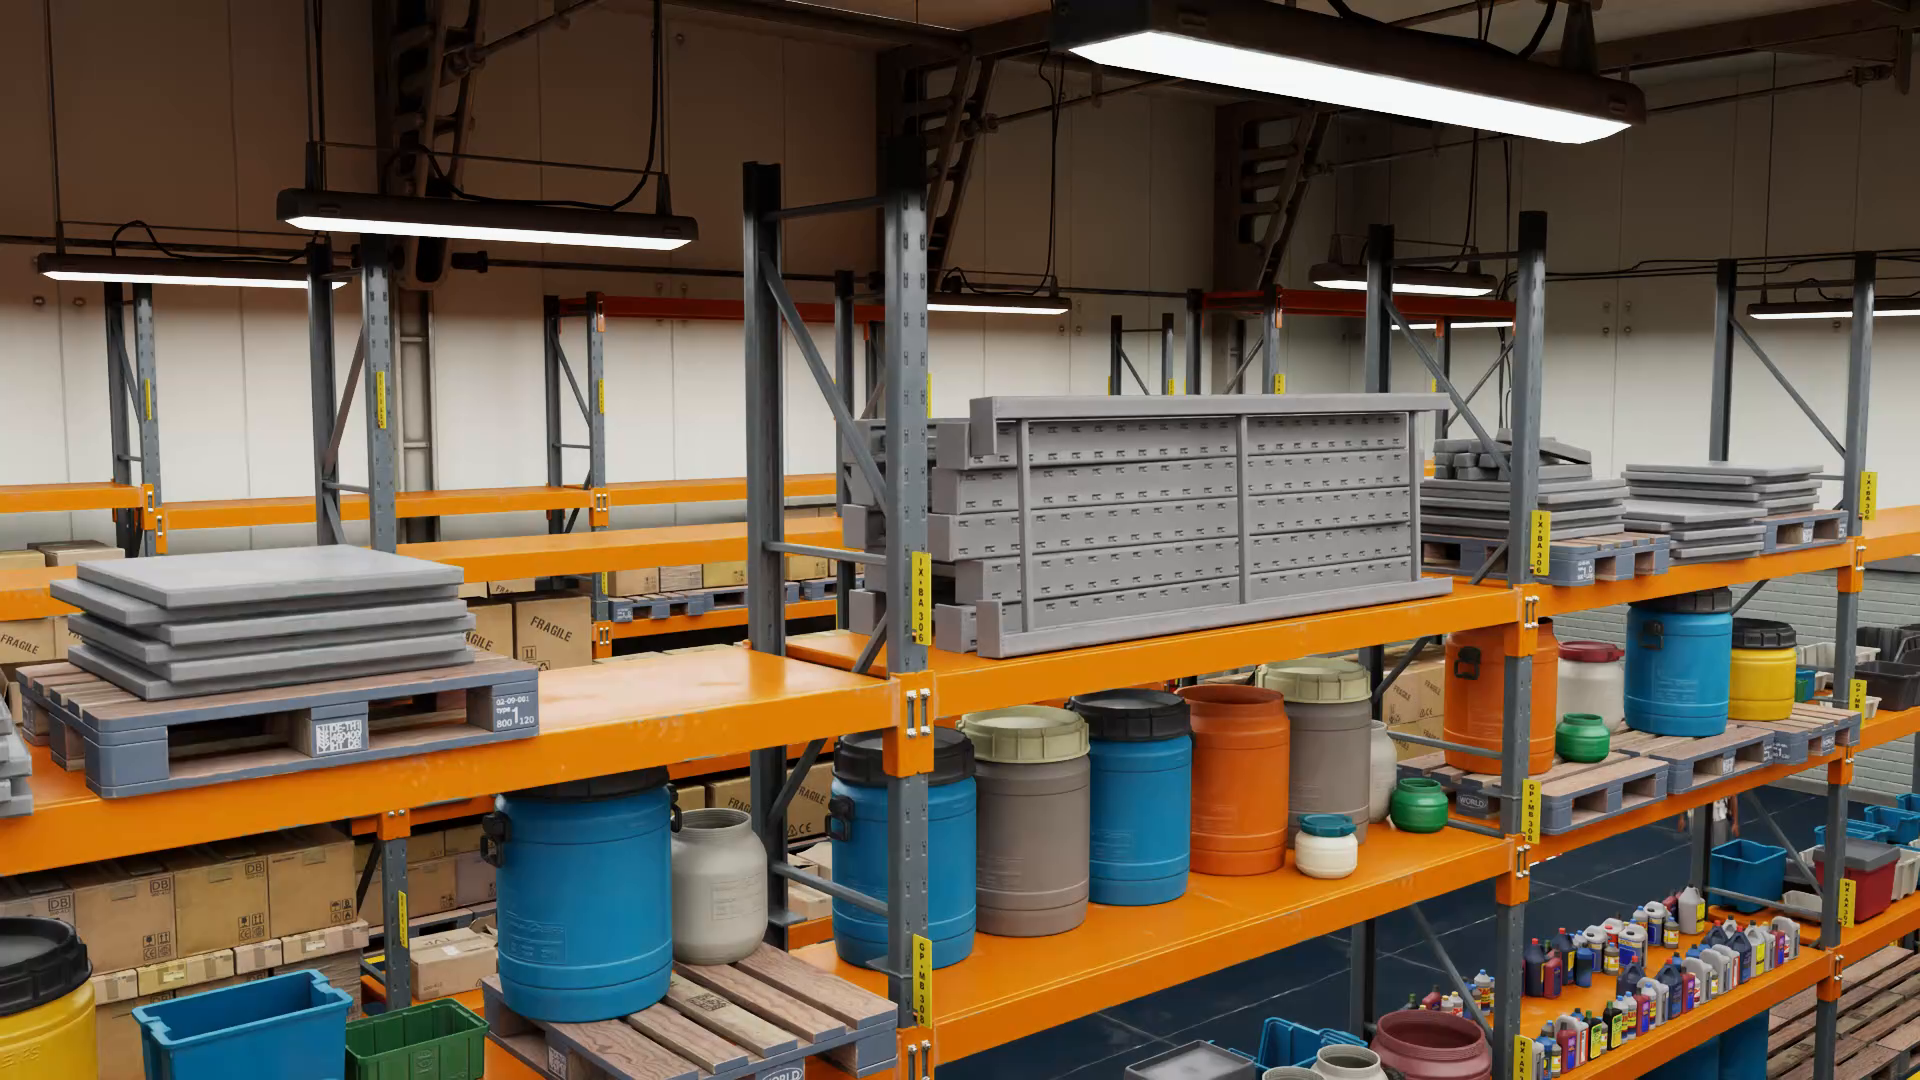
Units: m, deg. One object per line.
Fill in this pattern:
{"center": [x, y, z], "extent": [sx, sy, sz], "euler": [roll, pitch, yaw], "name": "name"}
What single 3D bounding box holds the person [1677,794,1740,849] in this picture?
{"center": [7.398, 2.767, 16.422], "extent": [0.568, 1.697, 0.424], "euler": [3, 6, 31], "name": "person"}
